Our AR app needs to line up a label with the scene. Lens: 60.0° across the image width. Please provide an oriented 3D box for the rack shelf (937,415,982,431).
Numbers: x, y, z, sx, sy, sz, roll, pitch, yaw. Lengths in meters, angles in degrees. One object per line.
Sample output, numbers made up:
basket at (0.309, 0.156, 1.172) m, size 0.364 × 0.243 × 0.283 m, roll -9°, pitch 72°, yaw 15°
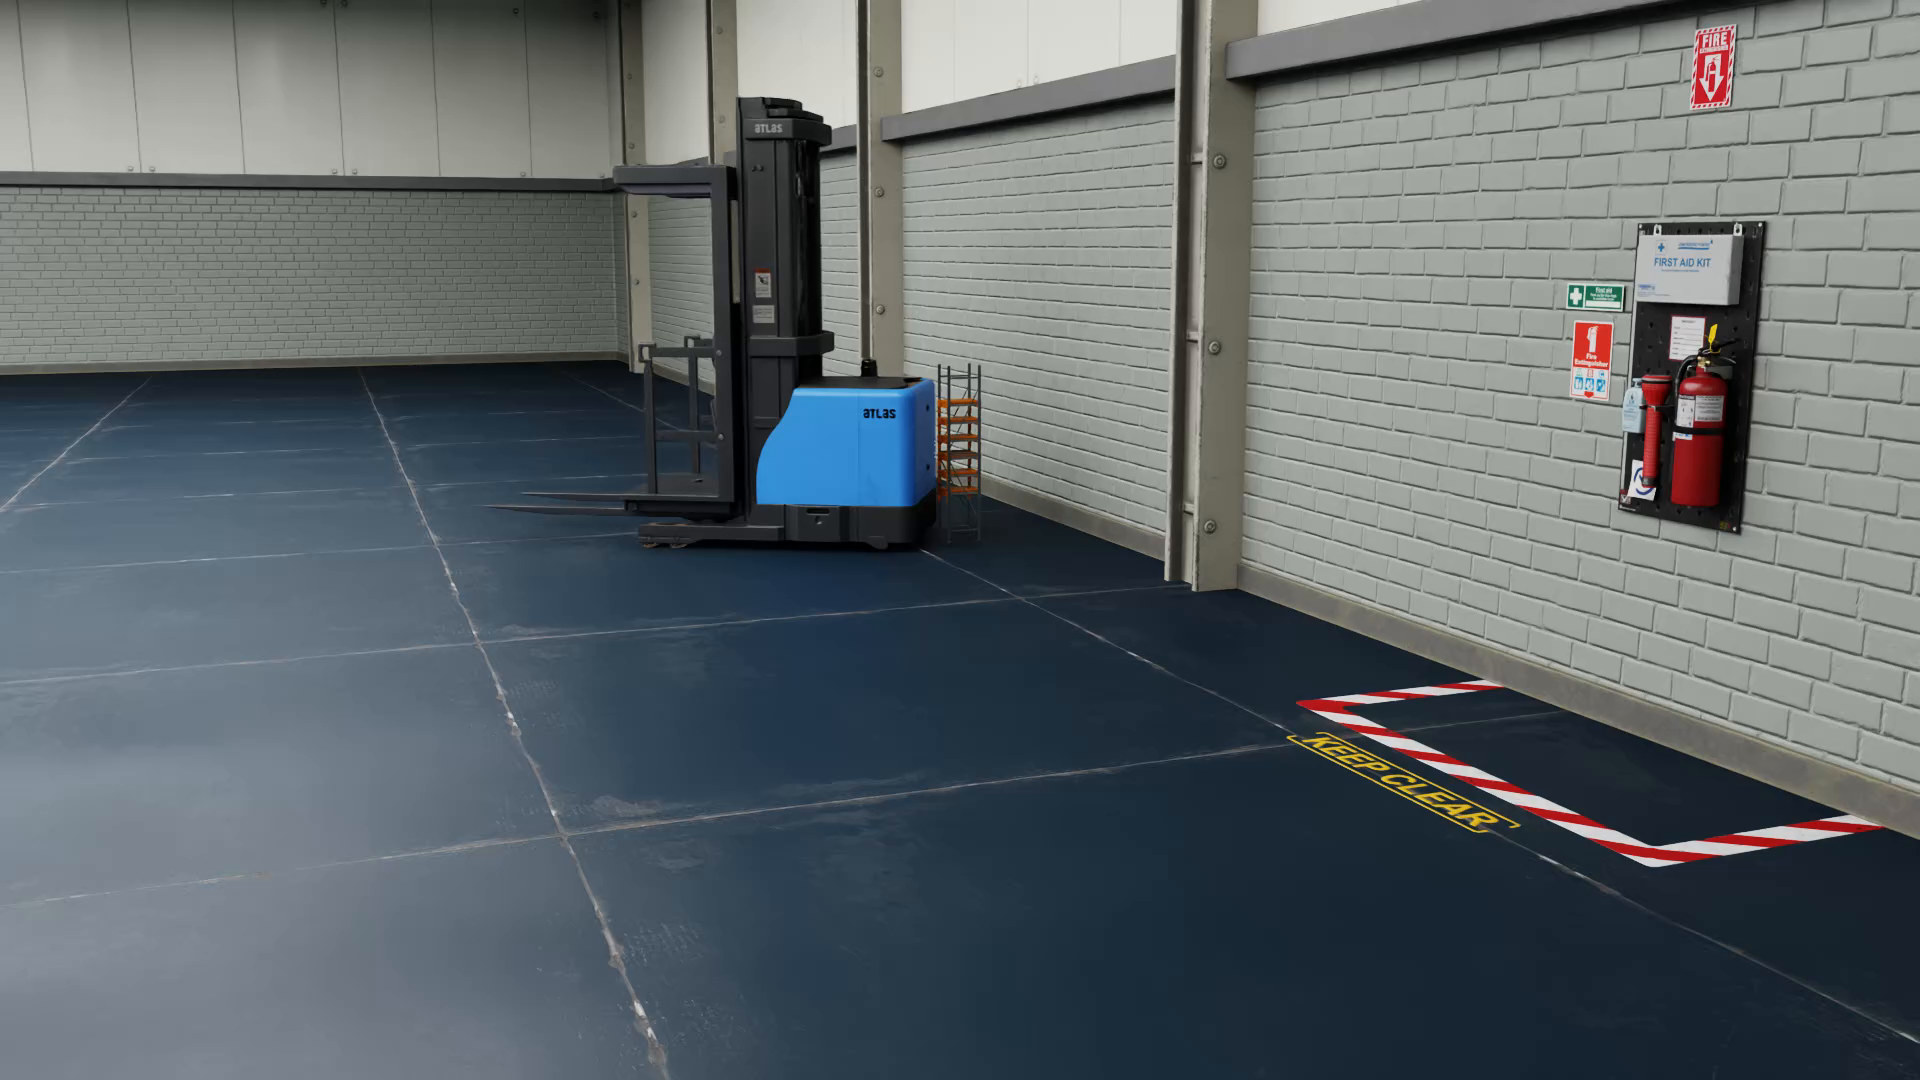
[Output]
rack shelf at (-0.005, -0.786, 11.294) m, size 0.258 × 0.103 × 0.180 m, roll -4°, pitch 11°, yaw -21°

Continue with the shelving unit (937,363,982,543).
shelving unit at (-0.005, -0.593, 11.328) m, size 0.258 × 1.200 × 0.189 m, roll -4°, pitch 11°, yaw -21°

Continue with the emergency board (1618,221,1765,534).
emergency board at (2.766, -0.643, 6.470) m, size 0.194 × 1.169 × 0.643 m, roll -4°, pitch 11°, yaw -21°

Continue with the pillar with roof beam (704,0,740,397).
pillar with roof beam at (-6.909, -5.856, 18.645) m, size 9.100 × 9.000 × 0.400 m, roll -4°, pitch 11°, yaw -21°

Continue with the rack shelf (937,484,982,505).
rack shelf at (-0.005, -0.313, 11.378) m, size 0.258 × 0.103 × 0.180 m, roll -4°, pitch 11°, yaw -21°

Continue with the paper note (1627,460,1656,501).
paper note at (2.766, -0.243, 6.735) m, size 0.016 × 0.148 × 0.142 m, roll -4°, pitch 11°, yaw -21°

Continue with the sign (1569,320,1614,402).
sign at (2.662, -0.757, 7.011) m, size 0.001 × 0.329 × 0.234 m, roll -4°, pitch 11°, yaw -21°

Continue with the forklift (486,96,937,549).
forklift at (-1.720, -1.476, 11.351) m, size 3.031 × 2.935 × 1.130 m, roll 1°, pitch 10°, yaw 8°

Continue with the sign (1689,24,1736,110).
sign at (2.856, -1.792, 6.310) m, size 0.001 × 0.298 × 0.199 m, roll -4°, pitch 11°, yaw -21°

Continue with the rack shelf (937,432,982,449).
rack shelf at (-0.005, -0.667, 11.315) m, size 0.258 × 0.103 × 0.180 m, roll -4°, pitch 11°, yaw -21°

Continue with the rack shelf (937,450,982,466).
rack shelf at (-0.005, -0.549, 11.336) m, size 0.258 × 0.103 × 0.180 m, roll -4°, pitch 11°, yaw -21°

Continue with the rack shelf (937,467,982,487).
rack shelf at (-0.005, -0.431, 11.357) m, size 0.258 × 0.103 × 0.180 m, roll -4°, pitch 11°, yaw -21°

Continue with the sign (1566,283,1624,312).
sign at (2.655, -1.017, 6.958) m, size 0.001 × 0.109 × 0.331 m, roll -4°, pitch 11°, yaw -21°

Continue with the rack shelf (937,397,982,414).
rack shelf at (-0.005, -0.904, 11.273) m, size 0.258 × 0.103 × 0.180 m, roll -4°, pitch 11°, yaw -21°

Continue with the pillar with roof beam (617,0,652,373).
pillar with roof beam at (-9.084, -6.835, 24.151) m, size 9.100 × 9.000 × 0.400 m, roll -4°, pitch 11°, yaw -21°

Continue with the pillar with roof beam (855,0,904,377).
pillar with roof beam at (-4.735, -4.876, 13.139) m, size 9.100 × 9.000 × 0.400 m, roll -4°, pitch 11°, yaw -21°

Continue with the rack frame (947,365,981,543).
rack frame at (0.028, -0.578, 11.244) m, size 0.240 × 1.200 × 0.006 m, roll -4°, pitch 11°, yaw -21°

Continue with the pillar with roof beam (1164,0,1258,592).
pillar with roof beam at (-2.561, -3.897, 7.634) m, size 9.100 × 9.000 × 0.400 m, roll -4°, pitch 11°, yaw -21°

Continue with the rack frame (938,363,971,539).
rack frame at (-0.038, -0.608, 11.412) m, size 0.240 × 1.200 × 0.006 m, roll -4°, pitch 11°, yaw -21°
